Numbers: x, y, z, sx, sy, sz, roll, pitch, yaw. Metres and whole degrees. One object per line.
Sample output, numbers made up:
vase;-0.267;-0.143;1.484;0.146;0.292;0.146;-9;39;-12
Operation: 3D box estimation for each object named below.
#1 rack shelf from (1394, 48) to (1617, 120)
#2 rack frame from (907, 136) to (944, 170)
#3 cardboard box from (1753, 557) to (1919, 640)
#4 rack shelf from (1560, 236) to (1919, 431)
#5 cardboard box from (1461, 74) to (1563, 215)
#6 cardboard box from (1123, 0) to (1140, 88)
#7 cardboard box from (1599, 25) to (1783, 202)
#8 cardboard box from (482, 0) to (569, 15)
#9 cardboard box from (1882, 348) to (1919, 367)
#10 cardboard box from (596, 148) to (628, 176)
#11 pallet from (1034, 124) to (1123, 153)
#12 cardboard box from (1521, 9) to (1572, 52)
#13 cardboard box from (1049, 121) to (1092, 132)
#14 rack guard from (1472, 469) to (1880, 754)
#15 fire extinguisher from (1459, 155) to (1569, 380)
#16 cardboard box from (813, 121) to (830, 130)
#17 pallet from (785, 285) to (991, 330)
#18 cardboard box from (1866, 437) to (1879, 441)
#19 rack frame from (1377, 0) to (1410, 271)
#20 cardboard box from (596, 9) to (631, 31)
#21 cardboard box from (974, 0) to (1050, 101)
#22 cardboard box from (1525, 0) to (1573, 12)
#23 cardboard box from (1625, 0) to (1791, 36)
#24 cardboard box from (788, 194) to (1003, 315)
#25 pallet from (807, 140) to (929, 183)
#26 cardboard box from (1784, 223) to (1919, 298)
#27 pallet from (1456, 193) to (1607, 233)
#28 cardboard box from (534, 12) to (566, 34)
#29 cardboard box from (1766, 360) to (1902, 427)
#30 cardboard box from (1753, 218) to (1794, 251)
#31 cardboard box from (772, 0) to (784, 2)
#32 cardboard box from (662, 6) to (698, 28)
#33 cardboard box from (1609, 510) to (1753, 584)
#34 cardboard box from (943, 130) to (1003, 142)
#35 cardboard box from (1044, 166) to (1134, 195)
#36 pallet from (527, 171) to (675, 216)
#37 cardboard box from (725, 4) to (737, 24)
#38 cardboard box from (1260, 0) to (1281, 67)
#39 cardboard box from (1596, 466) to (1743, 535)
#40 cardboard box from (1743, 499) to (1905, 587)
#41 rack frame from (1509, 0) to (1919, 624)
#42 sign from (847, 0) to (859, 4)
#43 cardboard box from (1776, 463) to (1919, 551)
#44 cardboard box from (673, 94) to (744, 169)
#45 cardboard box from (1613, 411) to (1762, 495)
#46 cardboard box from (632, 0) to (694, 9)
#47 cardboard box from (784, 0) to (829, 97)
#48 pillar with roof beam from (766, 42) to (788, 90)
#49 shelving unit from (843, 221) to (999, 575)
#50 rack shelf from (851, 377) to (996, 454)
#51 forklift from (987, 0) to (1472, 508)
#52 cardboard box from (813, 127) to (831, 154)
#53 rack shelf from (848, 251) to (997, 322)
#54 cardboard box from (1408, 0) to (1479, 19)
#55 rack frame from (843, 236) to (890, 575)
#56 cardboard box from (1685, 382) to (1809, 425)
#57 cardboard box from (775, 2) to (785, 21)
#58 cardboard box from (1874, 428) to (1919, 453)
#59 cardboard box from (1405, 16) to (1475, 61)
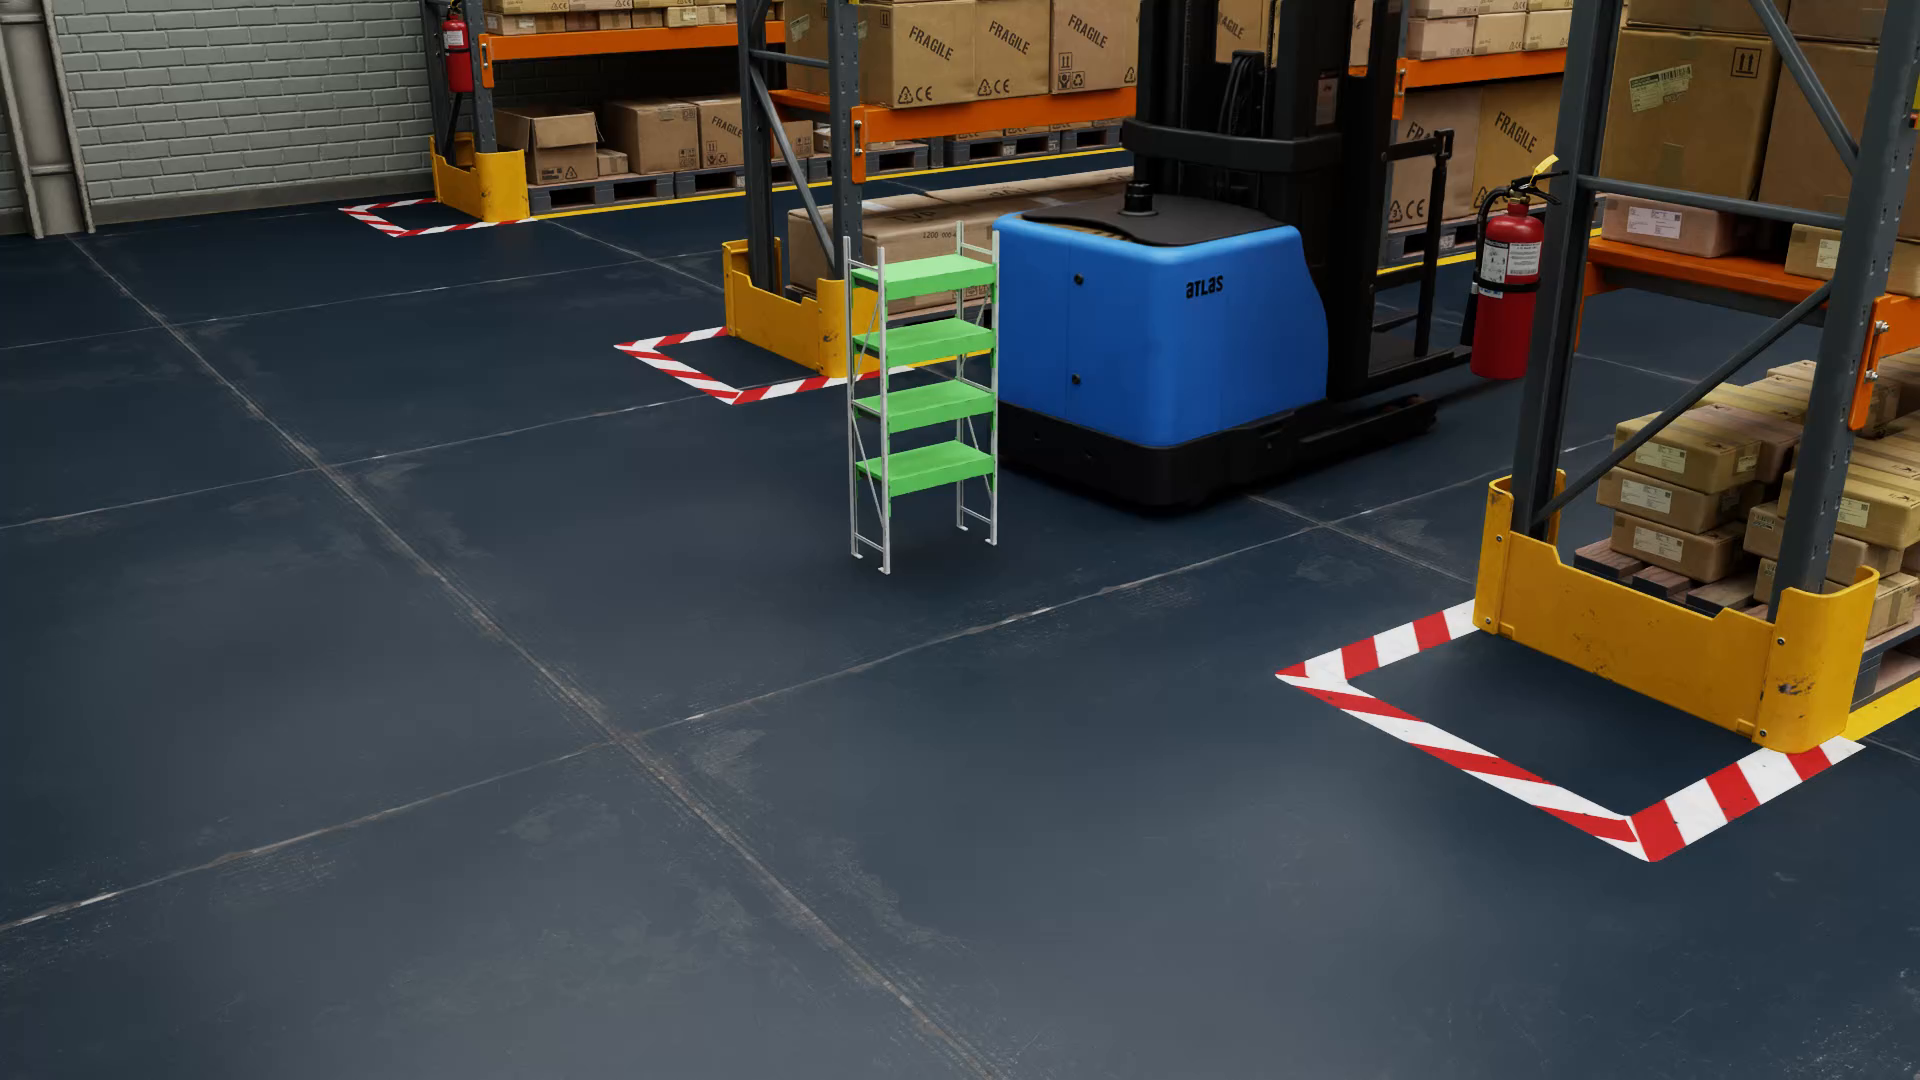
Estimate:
rack shelf;4.042;-3.389;11.812;4.000;0.370;1.077;-15;26;-33
rack frame;-0.484;-4.782;14.334;0.127;3.000;1.000;-15;26;-33
cardboard box;2.756;0.155;5.240;0.250;0.149;0.380;-14;26;-32
rack shelf;3.768;-1.056;5.965;4.000;0.370;1.077;-15;26;-33
cardboard box;3.604;-2.854;11.802;0.875;0.875;0.875;-14;26;-31
cardboard box;0.943;-2.824;9.291;0.500;0.500;0.500;-14;26;-31
cardboard box;2.359;-1.316;5.111;0.500;0.500;0.500;-14;26;-32
cardboard box;-3.205;-4.002;12.180;0.500;0.250;0.500;-15;26;-33
cardboard box;3.707;-0.627;6.398;0.250;0.149;0.380;-15;26;-33
cardboard box;-2.811;-2.972;13.076;0.250;0.149;0.380;-16;27;-35
pallet;1.146;-3.940;15.986;1.213;0.211;1.003;-15;26;-33
cardboard box;3.774;-3.455;11.209;0.500;0.250;0.500;-15;26;-33
cardboard box;0.875;-4.078;15.376;0.500;0.500;0.500;-16;27;-34
rack guard;2.206;0.188;5.251;0.348;0.500;1.175;-15;26;-33
fire extinguisher;1.670;-0.832;5.042;0.183;0.674;0.296;-15;26;-33
cardboard box;-1.158;-3.657;14.574;0.500;0.311;0.500;-14;26;-31
pallet;-0.225;-1.326;9.434;1.213;0.211;1.003;-15;26;-33
cardboard box;3.105;-0.306;5.995;0.250;0.149;0.380;-15;26;-33
rack frame;2.418;-3.290;10.594;0.127;3.000;1.000;-15;26;-33
cardboard box;-2.690;-3.961;12.615;0.250;0.149;0.380;-14;26;-31
cardboard box;0.123;-2.606;8.745;0.500;0.500;0.500;-15;26;-34
cardboard box;3.772;-3.685;11.113;0.500;0.250;0.500;-15;26;-32
cardboard box;2.370;-1.780;4.924;0.500;0.500;0.500;-16;27;-34
cardboard box;-0.351;-1.602;9.255;0.875;0.438;0.875;-16;27;-35
pallet;-1.042;-3.339;14.479;1.213;0.211;1.003;-15;26;-33
cardboard box;2.599;-0.812;4.722;0.250;0.149;0.380;-15;26;-33
pallet;3.992;-2.450;12.252;1.213;0.211;1.003;-15;26;-33
cardboard box;-3.124;-3.858;12.355;0.250;0.149;0.380;-14;26;-32
cardboard box;3.232;-0.538;6.175;0.250;0.149;0.380;-14;26;-31
cardboard box;2.468;-1.038;5.290;0.250;0.149;0.380;-15;26;-33
cardboard box;-1.565;-4.450;13.303;0.500;0.250;0.500;-15;26;-33
cardboard box;-2.229;-4.052;12.844;0.250;0.149;0.380;-16;27;-34
cardboard box;2.450;-0.004;5.640;0.250;0.149;0.380;-14;26;-32
cardboard box;0.040;-3.854;14.812;0.500;0.500;0.500;-14;25;-31
cardboard box;1.120;-1.997;10.245;0.875;0.438;0.875;-16;27;-34
pallet;-3.022;-2.811;13.156;1.213;0.211;1.003;-15;26;-33
cardboard box;-1.858;-4.192;13.194;0.250;0.149;0.380;-15;26;-33
cardboard box;1.777;-3.046;9.848;0.500;0.500;0.500;-16;27;-34
cardboard box;2.406;-0.166;5.644;0.250;0.149;0.380;-16;27;-34
cardboard box;2.719;-0.002;5.233;0.250;0.149;0.380;-14;26;-31
rack frame;2.144;-0.957;4.747;0.127;3.000;1.000;-15;26;-33
sign;-0.509;-2.695;7.827;0.005;0.325;0.100;-15;26;-33
cardboard box;2.768;-0.115;5.115;0.250;0.149;0.380;-16;27;-35
cardboard box;-1.975;-3.312;13.456;0.500;0.500;0.500;-14;26;-32
cardboard box;2.426;-0.295;5.565;0.250;0.149;0.380;-15;26;-32
cardboard box;-2.386;-4.222;12.731;0.500;0.250;0.500;-16;26;-34
cardboard box;-0.592;-2.655;8.867;0.500;0.500;0.500;-15;26;-33
pillar with roof beam;0.939;-6.394;10.278;0.400;9.000;9.100;-15;26;-33
shelving unit;-0.134;-0.521;6.084;0.503;1.200;0.258;-15;26;-33
rack shelf;-0.134;-0.462;6.108;0.480;0.148;0.258;-15;26;-33
forklift;1.553;-1.929;7.276;3.031;2.935;1.130;-18;28;-38
cardboard box;-1.054;-3.421;14.046;0.258;0.266;0.396;-14;26;-31
rack shelf;-0.134;-0.908;5.930;0.480;0.148;0.258;-15;26;-33
cardboard box;2.940;-3.463;10.555;0.500;0.250;0.500;-16;27;-34
rack frame;-0.332;-0.469;5.952;0.015;1.200;0.240;-15;26;-33
cardboard box;2.799;-0.426;5.895;0.250;0.149;0.380;-16;27;-34
cardboard box;-1.410;-4.282;13.419;0.250;0.149;0.380;-15;26;-34
cardboard box;3.201;-0.227;5.396;0.250;0.149;0.380;-15;26;-33
cardboard box;2.930;-3.236;10.661;0.500;0.250;0.500;-16;27;-34
